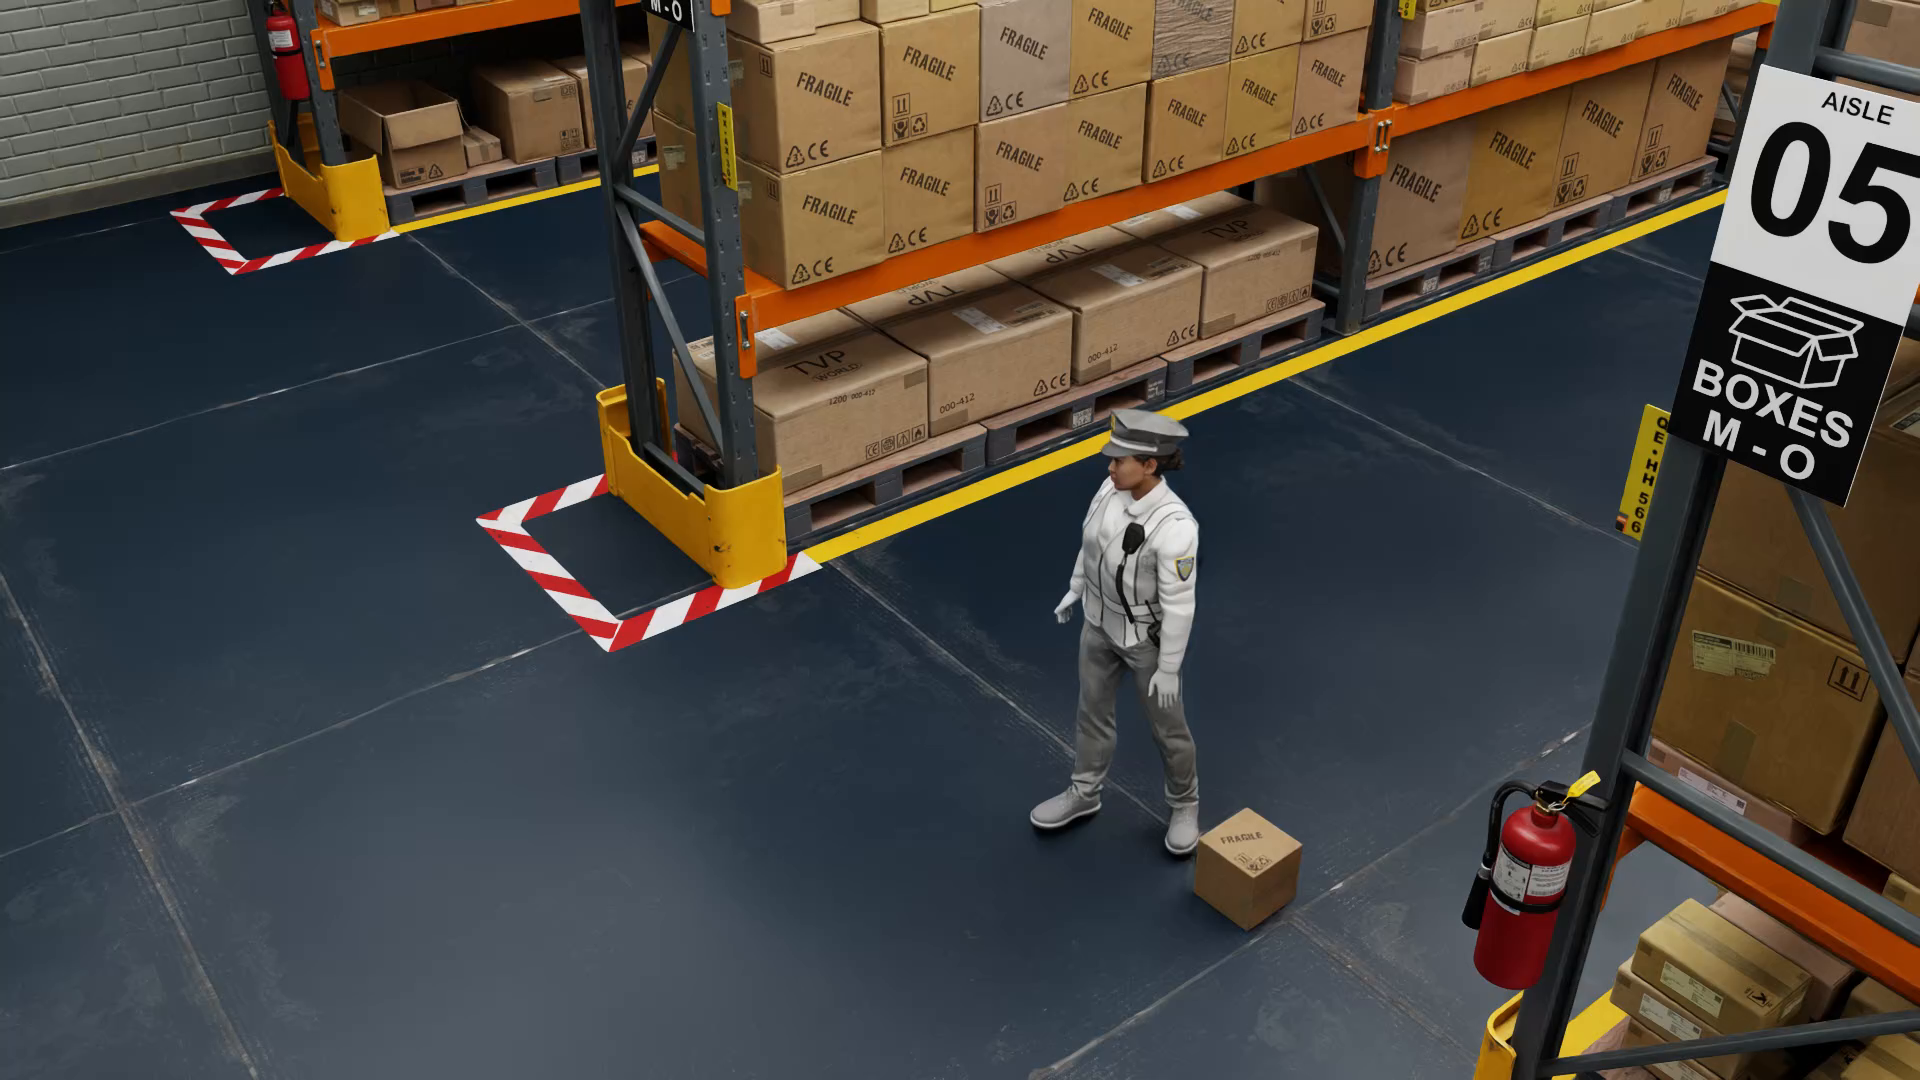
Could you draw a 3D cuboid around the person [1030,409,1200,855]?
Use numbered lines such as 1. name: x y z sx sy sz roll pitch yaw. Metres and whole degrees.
1. person: 0.554 0.304 5.614 0.560 1.665 0.628 -20 37 -28
